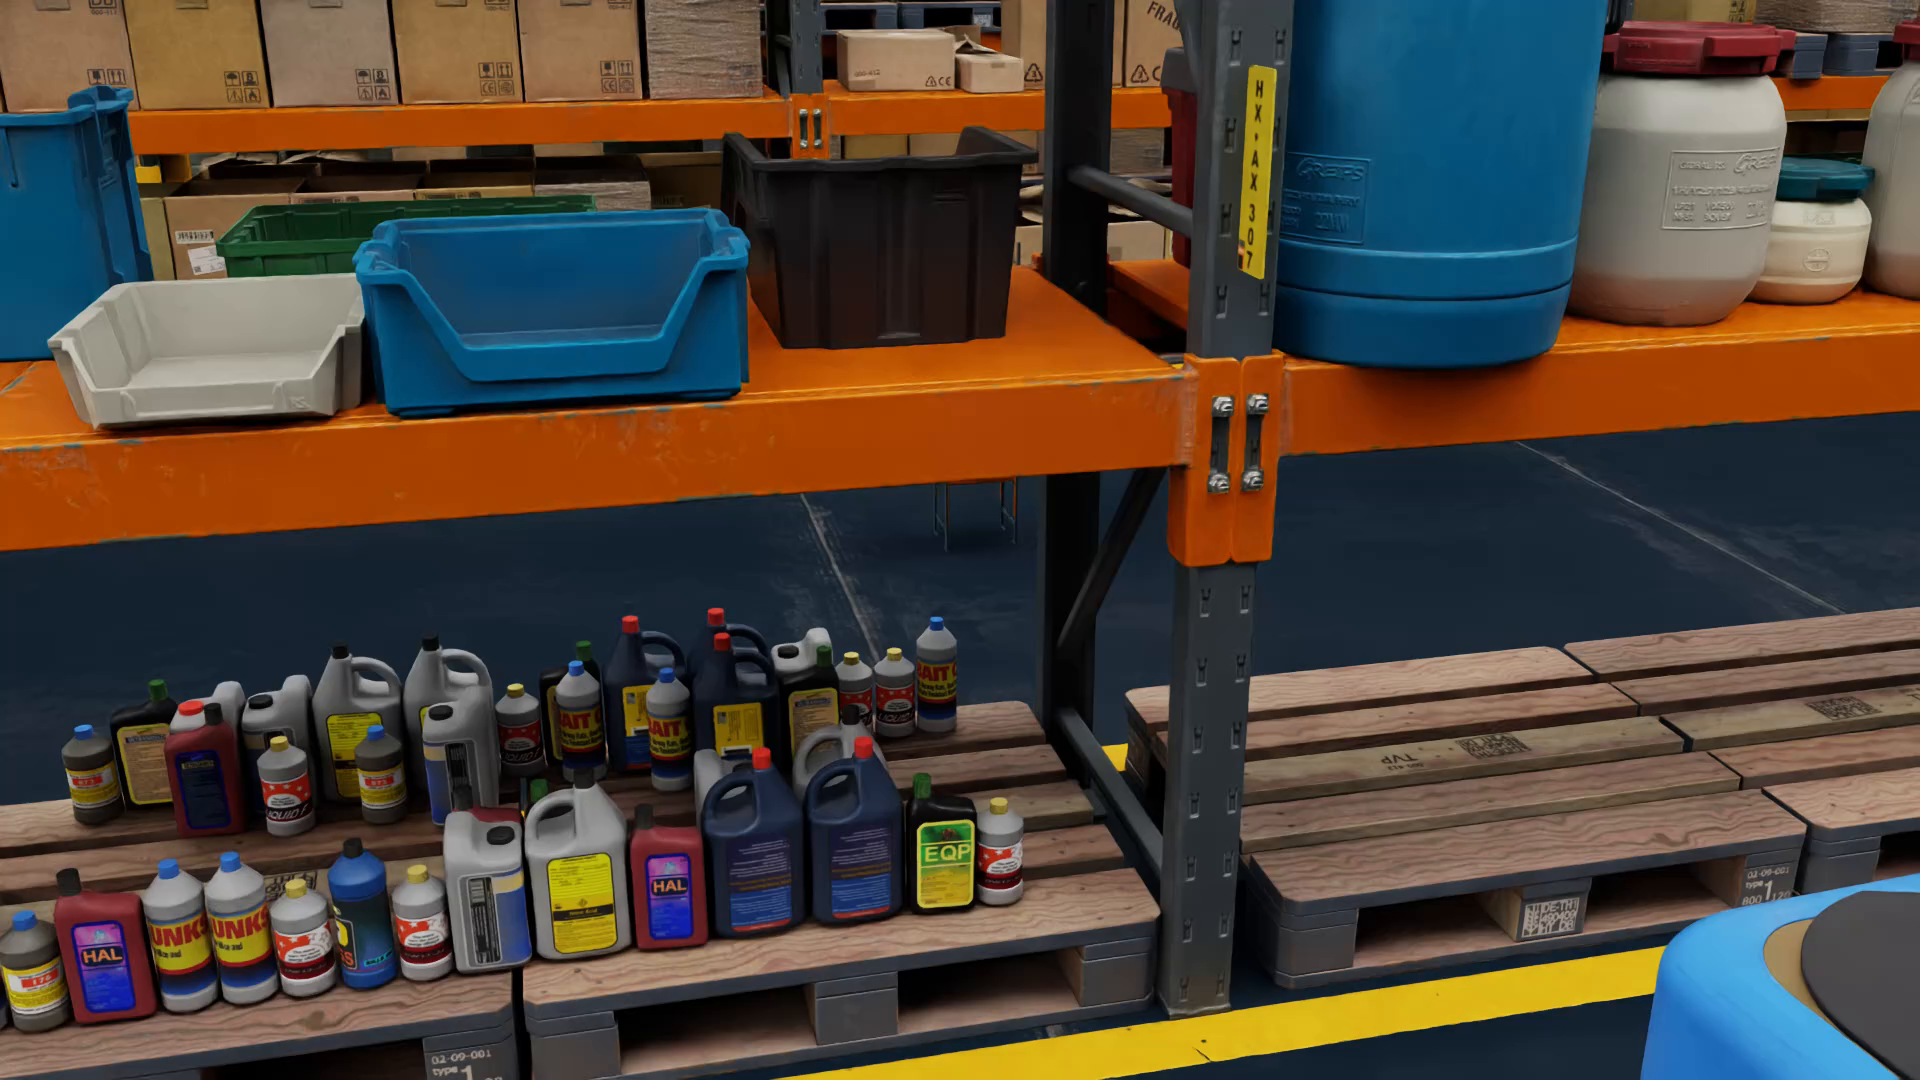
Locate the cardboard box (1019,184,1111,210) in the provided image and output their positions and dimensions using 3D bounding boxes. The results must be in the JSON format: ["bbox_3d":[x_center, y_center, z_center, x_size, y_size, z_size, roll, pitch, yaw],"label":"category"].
[{"bbox_3d":[0.540,-1.678,8.607,0.500,0.311,0.500,-5,21,-13],"label":"cardboard box"}]

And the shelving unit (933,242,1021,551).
[{"bbox_3d":[0.052,-0.497,5.646,0.252,1.050,0.215,-5,21,-12],"label":"shelving unit"}]

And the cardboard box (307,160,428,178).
[{"bbox_3d":[-2.762,-1.506,7.861,0.500,0.500,0.500,-5,21,-12],"label":"cardboard box"}]

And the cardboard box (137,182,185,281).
[{"bbox_3d":[-3.613,-1.249,7.160,0.500,0.500,0.500,-5,21,-12],"label":"cardboard box"}]

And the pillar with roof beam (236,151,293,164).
[{"bbox_3d":[-4.343,-5.361,7.367,0.400,9.000,9.100,-5,21,-12],"label":"pillar with roof beam"}]

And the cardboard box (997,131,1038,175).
[{"bbox_3d":[0.276,-3.181,13.133,0.500,0.500,0.700,-5,21,-13],"label":"cardboard box"}]

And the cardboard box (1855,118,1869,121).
[{"bbox_3d":[5.506,-2.281,9.586,0.500,0.250,0.500,-5,21,-12],"label":"cardboard box"}]

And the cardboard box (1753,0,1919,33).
[{"bbox_3d":[4.634,-2.956,8.767,0.500,0.500,0.700,-1,20,-2],"label":"cardboard box"}]

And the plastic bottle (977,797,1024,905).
[{"bbox_3d":[0.075,0.600,3.245,0.097,0.201,0.097,0,20,0],"label":"plastic bottle"}]

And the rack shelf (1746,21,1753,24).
[{"bbox_3d":[7.808,-4.411,14.540,4.000,0.370,1.077,-5,21,-12],"label":"rack shelf"}]

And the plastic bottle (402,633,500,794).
[{"bbox_3d":[-1.122,0.370,3.655,0.185,0.351,0.144,-5,21,-13],"label":"plastic bottle"}]

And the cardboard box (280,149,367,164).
[{"bbox_3d":[-4.567,-2.654,11.969,0.500,0.311,0.500,-3,20,-8],"label":"cardboard box"}]

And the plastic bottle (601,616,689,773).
[{"bbox_3d":[-0.708,0.336,3.747,0.185,0.351,0.144,-6,21,-15],"label":"plastic bottle"}]

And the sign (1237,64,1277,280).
[{"bbox_3d":[0.472,-0.586,2.650,0.005,0.325,0.100,-5,21,-12],"label":"sign"}]

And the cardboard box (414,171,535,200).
[{"bbox_3d":[-2.156,-1.371,7.493,0.500,0.500,0.500,-5,21,-12],"label":"cardboard box"}]

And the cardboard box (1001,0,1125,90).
[{"bbox_3d":[0.484,-2.443,7.978,0.500,0.500,0.500,-3,20,-9],"label":"cardboard box"}]

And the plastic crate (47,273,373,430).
[{"bbox_3d":[-1.165,-0.304,2.666,0.437,0.136,0.530,-5,21,-12],"label":"plastic crate"}]

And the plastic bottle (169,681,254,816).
[{"bbox_3d":[-1.598,0.445,3.558,0.135,0.276,0.152,-4,21,-12],"label":"plastic bottle"}]

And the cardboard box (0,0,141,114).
[{"bbox_3d":[-3.705,-2.105,7.055,0.500,0.500,0.700,-4,21,-11],"label":"cardboard box"}]

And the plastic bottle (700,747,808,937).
[{"bbox_3d":[-0.391,0.559,3.139,0.185,0.351,0.144,-6,21,-15],"label":"plastic bottle"}]

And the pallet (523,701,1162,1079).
[{"bbox_3d":[-0.307,0.708,3.575,1.213,0.211,1.003,-5,21,-12],"label":"pallet"}]

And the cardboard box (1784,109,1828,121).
[{"bbox_3d":[7.103,-3.677,14.515,0.500,0.500,0.700,-5,21,-13],"label":"cardboard box"}]

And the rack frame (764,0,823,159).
[{"bbox_3d":[-0.780,-2.299,7.730,0.127,3.000,1.000,-5,21,-12],"label":"rack frame"}]

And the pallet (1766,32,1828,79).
[{"bbox_3d":[3.757,-2.603,8.838,1.003,0.211,1.213,-5,21,-12],"label":"pallet"}]

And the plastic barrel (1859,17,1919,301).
[{"bbox_3d":[2.052,-0.765,3.344,0.433,0.535,0.433,0,20,0],"label":"plastic barrel"}]

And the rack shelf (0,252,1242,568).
[{"bbox_3d":[-1.590,-0.145,2.894,4.000,0.370,1.077,-5,21,-12],"label":"rack shelf"}]

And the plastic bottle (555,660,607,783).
[{"bbox_3d":[-0.843,0.398,3.694,0.097,0.271,0.097,0,20,0],"label":"plastic bottle"}]

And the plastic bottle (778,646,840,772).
[{"bbox_3d":[-0.338,0.377,3.734,0.133,0.283,0.061,-5,21,-12],"label":"plastic bottle"}]

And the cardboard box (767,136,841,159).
[{"bbox_3d":[-1.211,-3.054,12.784,0.500,0.500,0.700,-4,20,-11],"label":"cardboard box"}]

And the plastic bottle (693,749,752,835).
[{"bbox_3d":[-0.449,0.547,3.282,0.135,0.276,0.152,-5,21,-12],"label":"plastic bottle"}]

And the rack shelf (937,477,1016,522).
[{"bbox_3d":[0.052,-0.226,5.745,0.240,0.259,0.215,-5,21,-12],"label":"rack shelf"}]

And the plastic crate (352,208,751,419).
[{"bbox_3d":[-0.658,-0.392,2.741,0.616,0.251,0.499,-5,21,-12],"label":"plastic crate"}]

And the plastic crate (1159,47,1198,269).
[{"bbox_3d":[0.757,-0.812,3.576,0.583,0.464,0.402,-5,21,-12],"label":"plastic crate"}]

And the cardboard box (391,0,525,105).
[{"bbox_3d":[-2.211,-2.226,7.386,0.500,0.500,0.700,-4,21,-12],"label":"cardboard box"}]

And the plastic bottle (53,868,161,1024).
[{"bbox_3d":[-1.475,0.694,2.869,0.133,0.283,0.061,-4,21,-12],"label":"plastic bottle"}]

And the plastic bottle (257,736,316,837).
[{"bbox_3d":[-1.416,0.510,3.491,0.097,0.201,0.097,0,20,0],"label":"plastic bottle"}]

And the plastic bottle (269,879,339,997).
[{"bbox_3d":[-1.173,0.701,2.968,0.097,0.201,0.097,0,20,0],"label":"plastic bottle"}]

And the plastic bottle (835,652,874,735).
[{"bbox_3d":[-0.252,0.361,3.896,0.097,0.201,0.097,0,20,0],"label":"plastic bottle"}]

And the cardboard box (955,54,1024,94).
[{"bbox_3d":[0.130,-2.183,7.778,0.250,0.149,0.380,-5,21,-12],"label":"cardboard box"}]

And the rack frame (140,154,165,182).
[{"bbox_3d":[-5.816,-3.640,11.391,0.127,3.000,1.000,-5,21,-12],"label":"rack frame"}]

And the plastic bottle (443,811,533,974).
[{"bbox_3d":[-0.864,0.631,3.050,0.135,0.276,0.152,-4,21,-11],"label":"plastic bottle"}]

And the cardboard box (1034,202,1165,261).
[{"bbox_3d":[0.672,-1.497,8.112,0.500,0.311,0.500,-5,21,-14],"label":"cardboard box"}]

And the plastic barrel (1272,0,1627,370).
[{"bbox_3d":[0.802,-0.805,2.923,0.708,0.901,0.600,-5,21,-12],"label":"plastic barrel"}]

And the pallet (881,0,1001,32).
[{"bbox_3d":[0.052,-4.013,12.688,1.213,0.211,1.003,-5,21,-12],"label":"pallet"}]

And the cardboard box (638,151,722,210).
[{"bbox_3d":[-1.303,-1.625,8.188,0.500,0.500,0.500,-5,21,-12],"label":"cardboard box"}]
